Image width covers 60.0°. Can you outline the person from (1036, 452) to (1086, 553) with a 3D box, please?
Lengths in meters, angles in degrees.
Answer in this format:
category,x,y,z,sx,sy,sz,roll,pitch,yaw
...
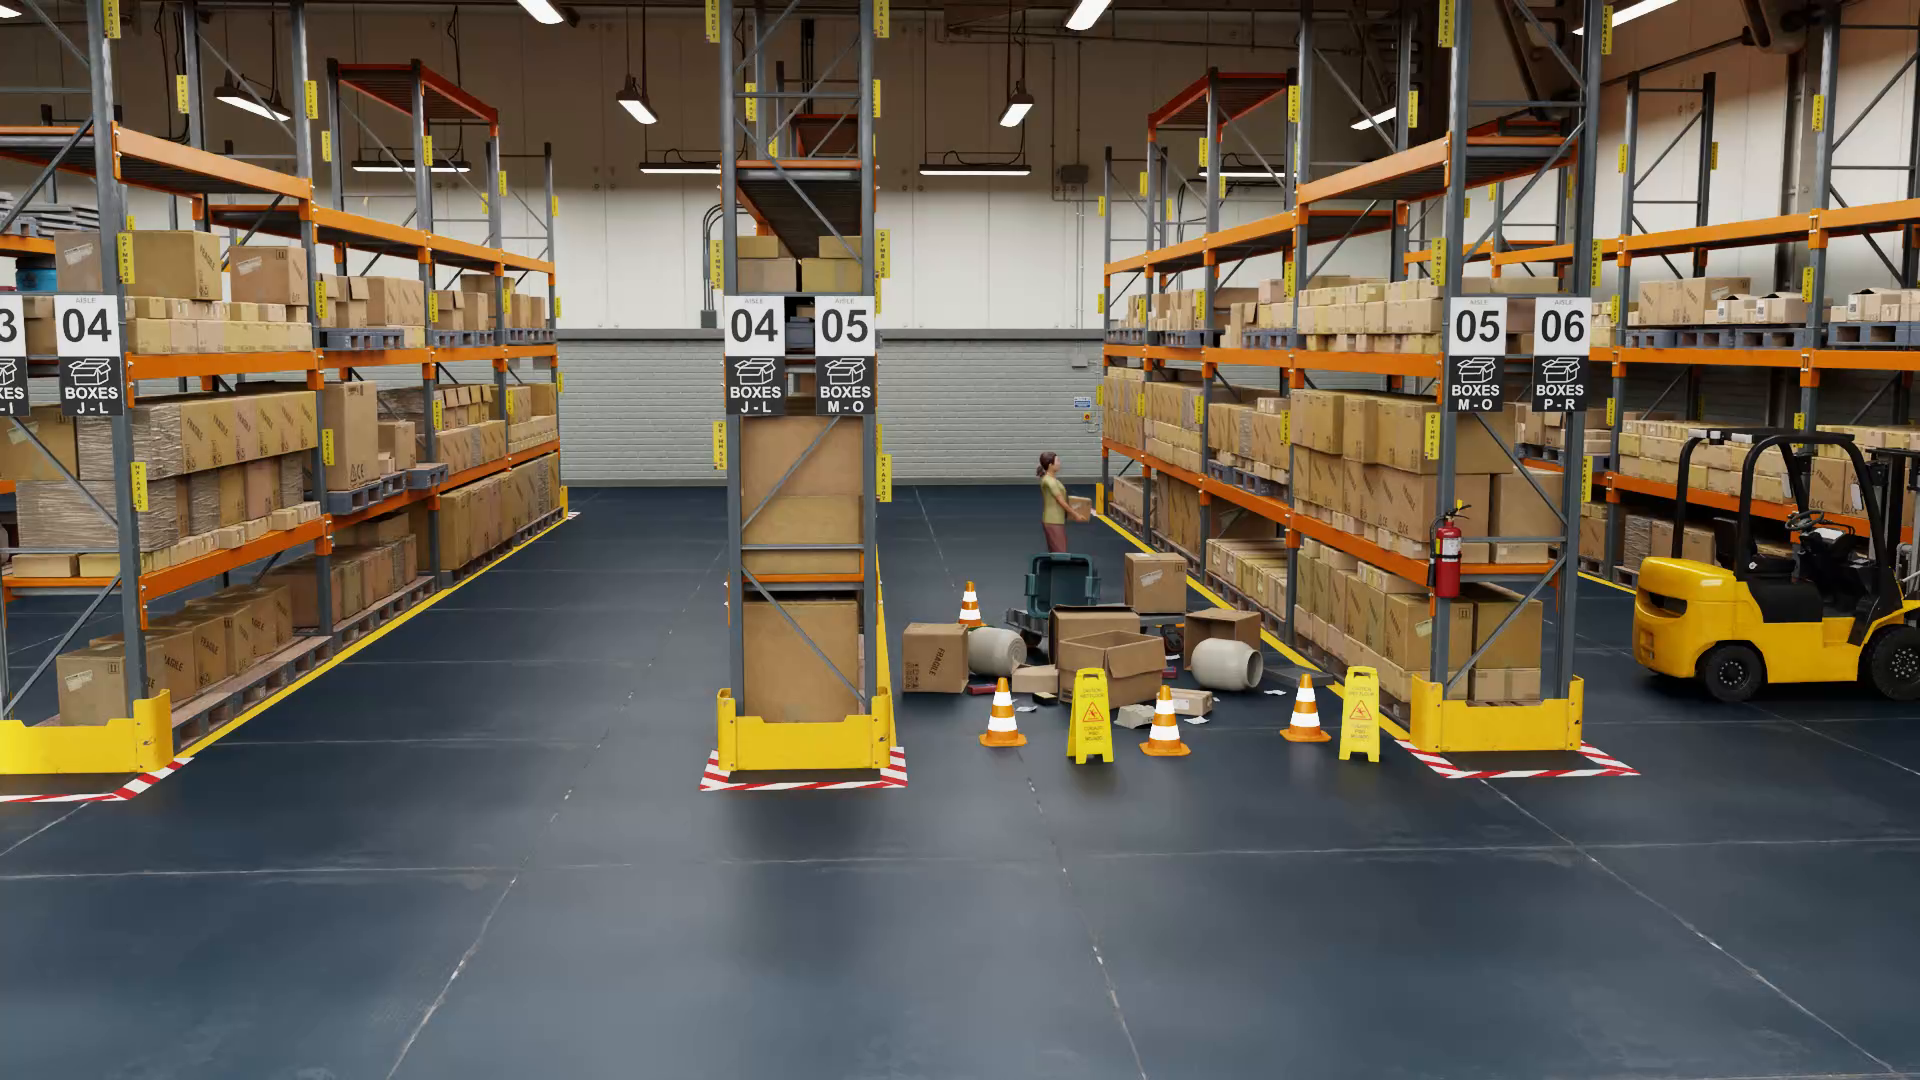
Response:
category,x,y,z,sx,sy,sz,roll,pitch,yaw
person,1.123,-0.163,18.650,0.553,1.663,0.425,0,7,-3
